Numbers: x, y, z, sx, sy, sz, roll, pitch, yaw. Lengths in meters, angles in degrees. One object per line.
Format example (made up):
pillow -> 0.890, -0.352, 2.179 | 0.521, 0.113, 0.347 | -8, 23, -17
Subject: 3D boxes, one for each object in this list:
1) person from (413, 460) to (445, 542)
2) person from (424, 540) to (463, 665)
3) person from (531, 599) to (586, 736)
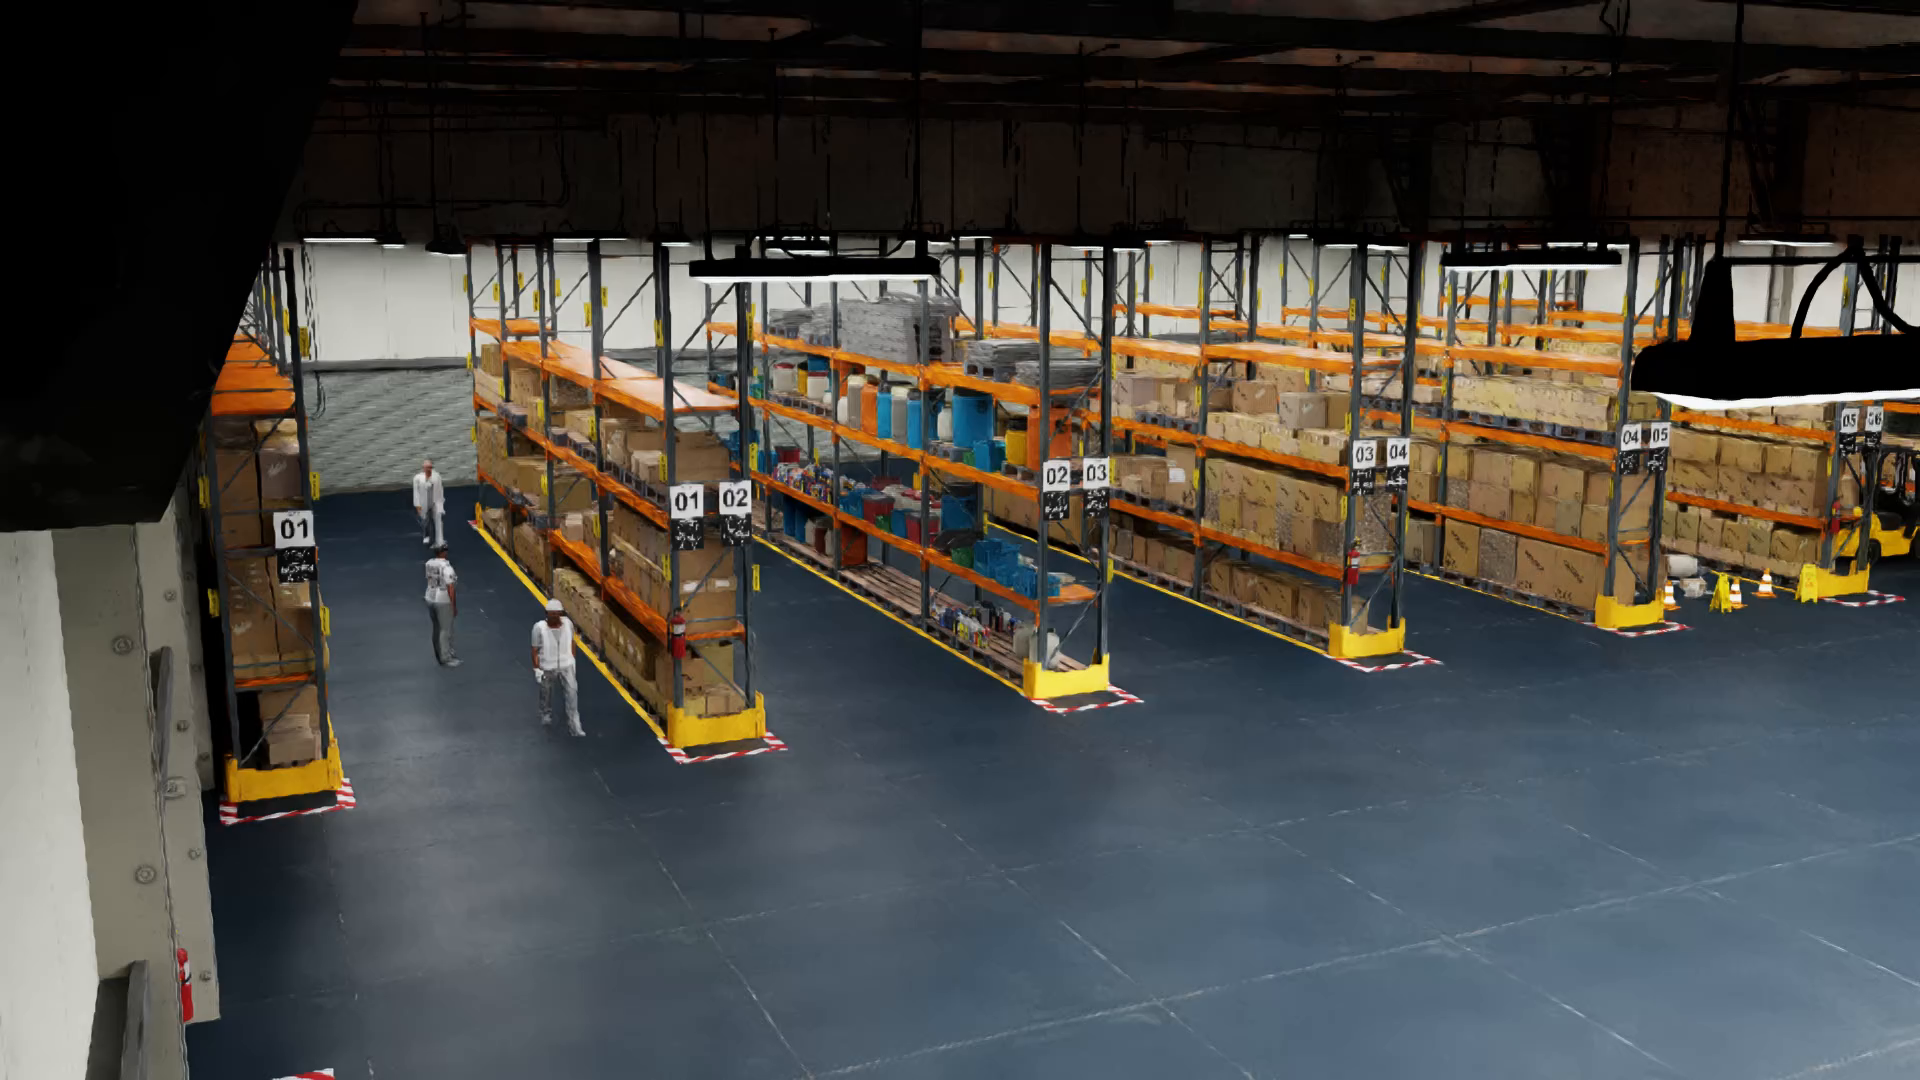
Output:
person -> -10.299, -0.720, 32.282 | 0.598, 1.698, 1.194 | -4, 12, -21
person -> -7.405, 0.880, 23.897 | 0.627, 1.767, 0.492 | 8, 14, 37
person -> -4.996, 1.549, 20.561 | 0.571, 1.701, 1.112 | -5, 12, -25
